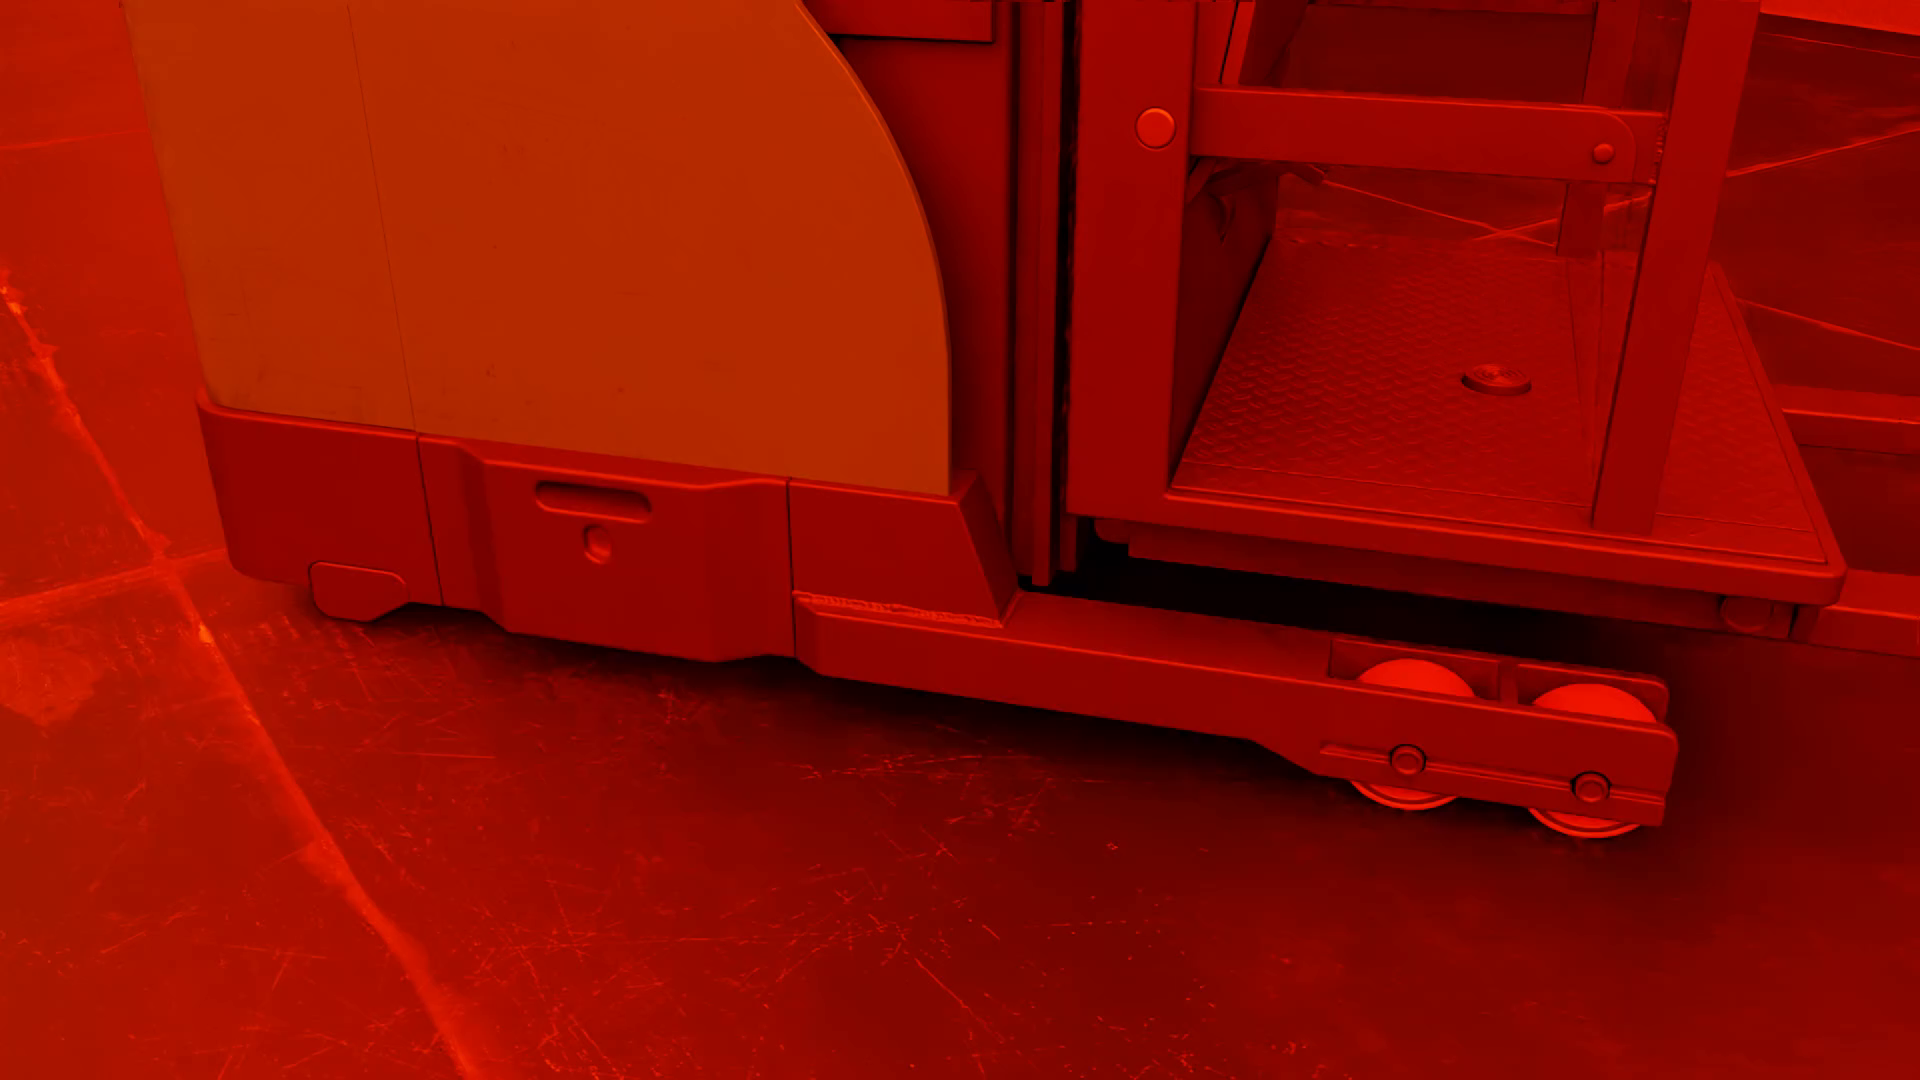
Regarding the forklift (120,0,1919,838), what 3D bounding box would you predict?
[{"bbox_3d":[0.562,-1.246,1.715,3.031,2.935,1.130,7,28,14],"label":"forklift"}]
